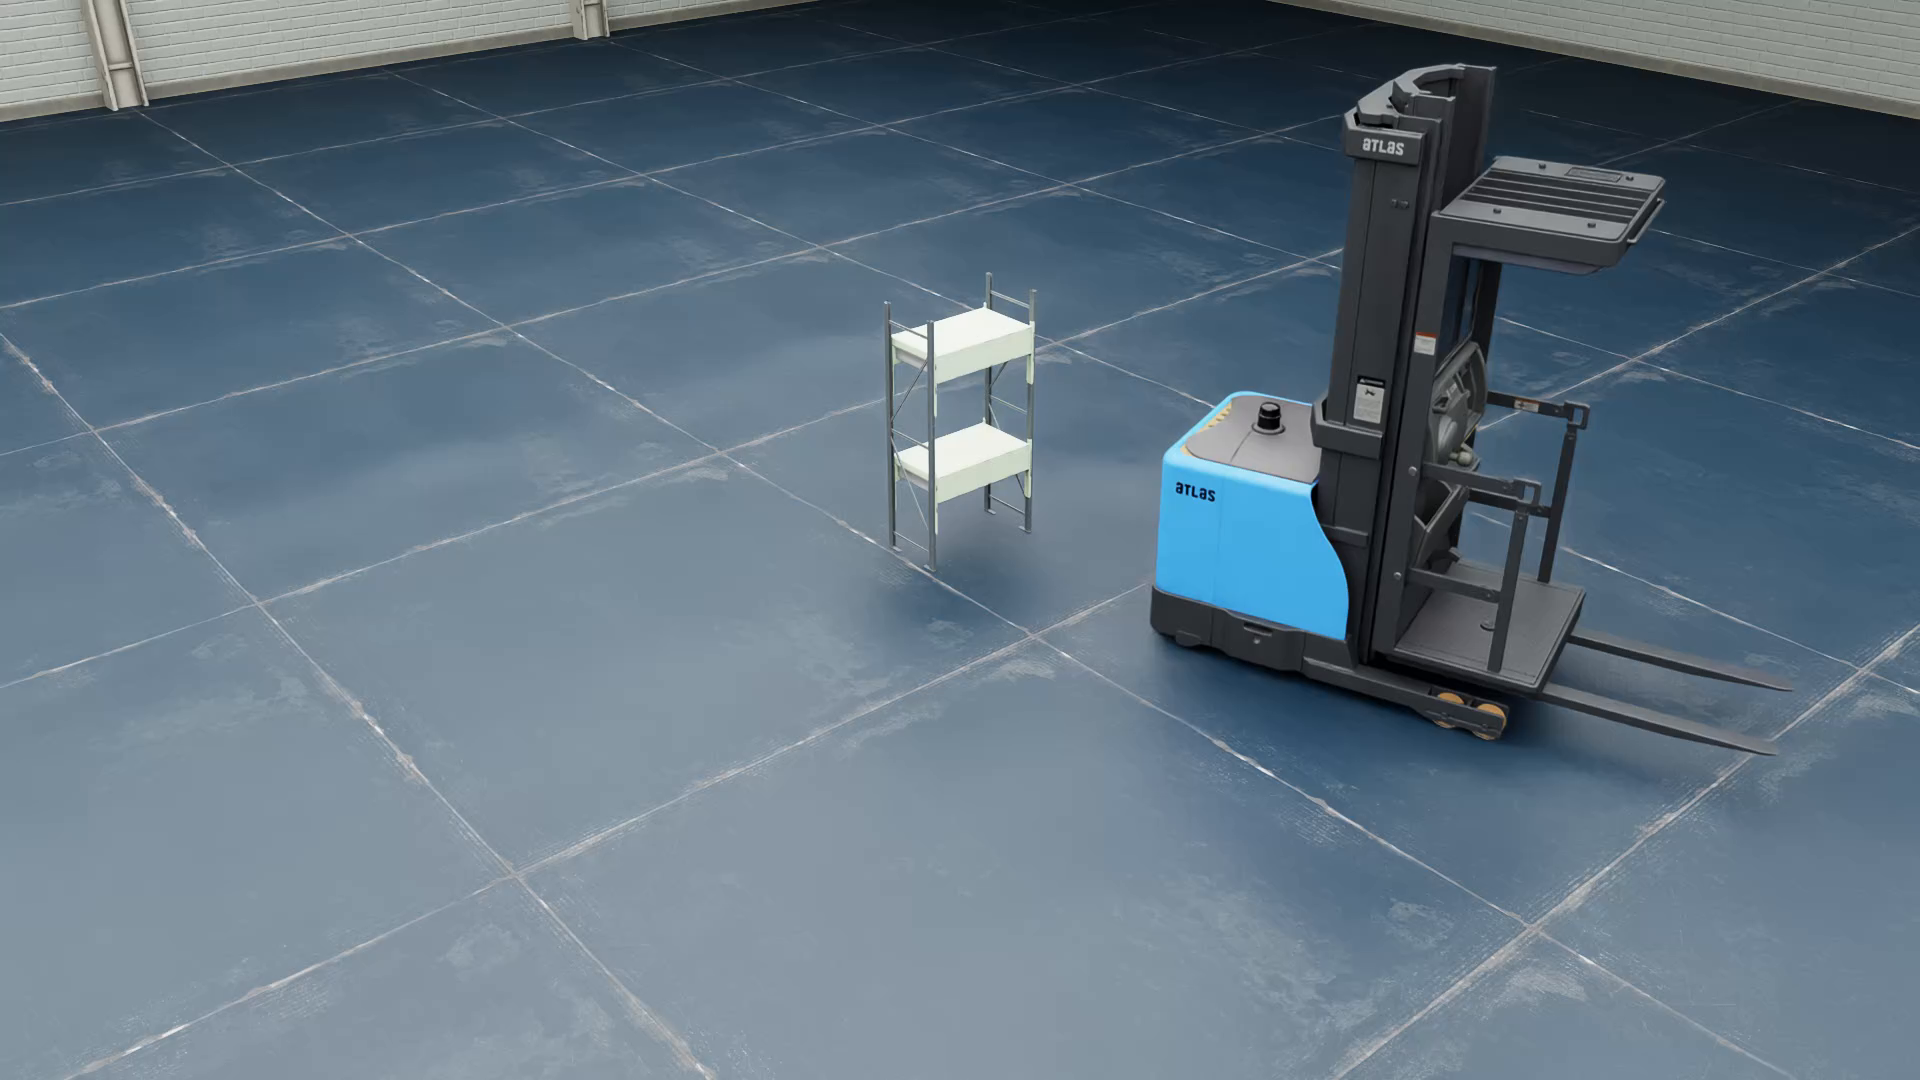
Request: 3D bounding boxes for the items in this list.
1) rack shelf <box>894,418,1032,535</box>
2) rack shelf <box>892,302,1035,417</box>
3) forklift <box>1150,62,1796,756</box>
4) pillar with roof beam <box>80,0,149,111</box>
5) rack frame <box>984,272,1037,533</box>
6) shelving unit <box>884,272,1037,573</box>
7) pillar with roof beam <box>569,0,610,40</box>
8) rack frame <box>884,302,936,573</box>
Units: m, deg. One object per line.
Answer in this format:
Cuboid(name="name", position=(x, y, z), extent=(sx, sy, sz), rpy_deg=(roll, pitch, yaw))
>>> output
Cuboid(name="rack shelf", position=(0.005, -0.376, 9.554), extent=(0.720, 0.370, 0.431), rpy_deg=(-22, 35, -35))
Cuboid(name="rack shelf", position=(0.005, -1.008, 9.216), extent=(0.720, 0.370, 0.431), rpy_deg=(-22, 35, -35))
Cuboid(name="forklift", position=(2.536, -0.624, 7.808), extent=(3.031, 2.935, 1.130), rpy_deg=(15, 32, 26))
Cuboid(name="pillar with roof beam", position=(-6.760, -7.410, 14.068), extent=(0.400, 9.000, 9.100), rpy_deg=(-22, 35, -35))
Cuboid(name="rack frame", position=(0.284, -0.775, 9.610), extent=(0.023, 1.500, 0.400), rpy_deg=(-22, 35, -35))
Cuboid(name="shelving unit", position=(0.005, -0.664, 9.400), extent=(0.755, 1.500, 0.431), rpy_deg=(-22, 35, -35))
Cuboid(name="pillar with roof beam", position=(-2.196, -9.246, 17.503), extent=(0.400, 9.000, 9.100), rpy_deg=(-22, 35, -35))
Cuboid(name="rack frame", position=(-0.273, -0.552, 9.191), extent=(0.023, 1.500, 0.400), rpy_deg=(-22, 35, -35))
